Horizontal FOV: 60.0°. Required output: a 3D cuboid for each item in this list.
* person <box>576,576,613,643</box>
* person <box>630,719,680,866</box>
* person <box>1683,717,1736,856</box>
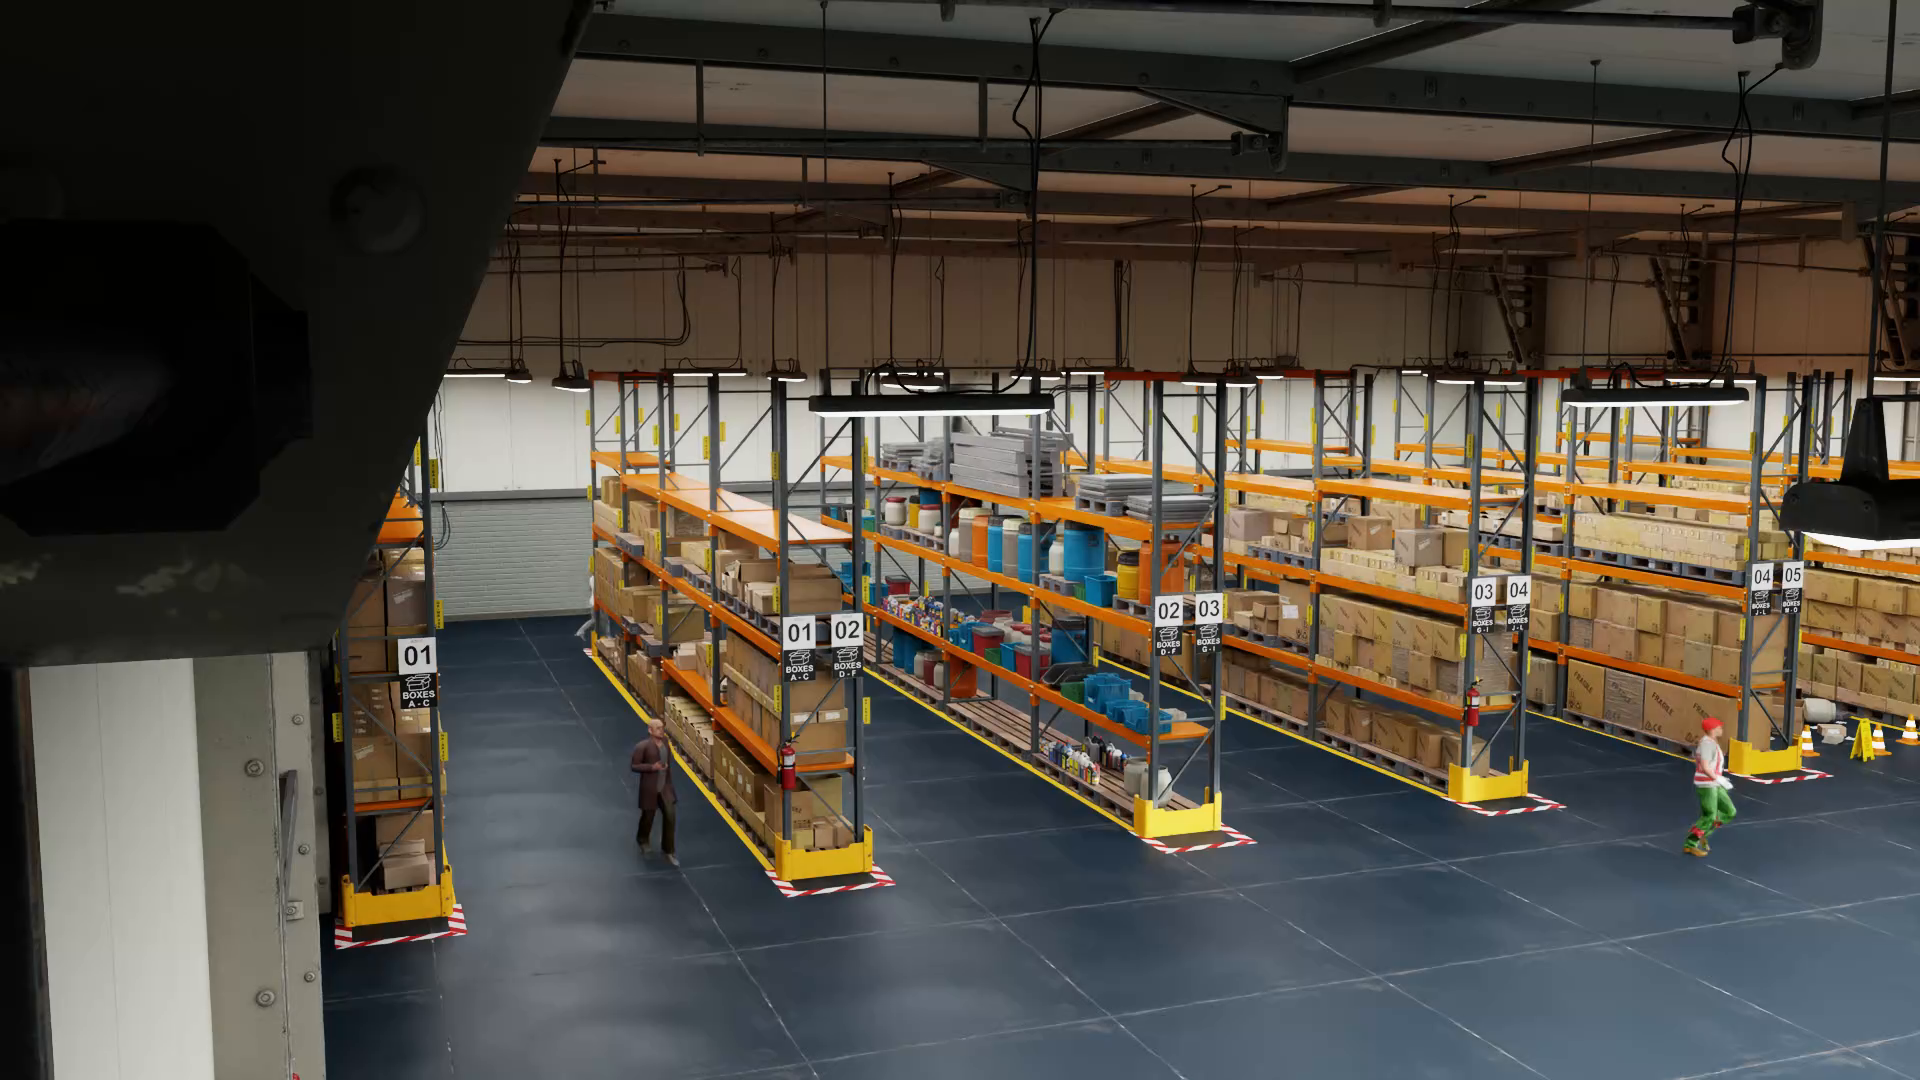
[{"bbox_3d":[-7.826,1.409,36.095,0.924,1.766,0.717,-4,7,-31],"label":"person"},{"bbox_3d":[-3.848,3.145,20.791,0.668,1.855,0.861,-6,8,-41],"label":"person"},{"bbox_3d":[9.561,3.111,21.122,0.565,1.720,0.718,4,7,30],"label":"person"}]
